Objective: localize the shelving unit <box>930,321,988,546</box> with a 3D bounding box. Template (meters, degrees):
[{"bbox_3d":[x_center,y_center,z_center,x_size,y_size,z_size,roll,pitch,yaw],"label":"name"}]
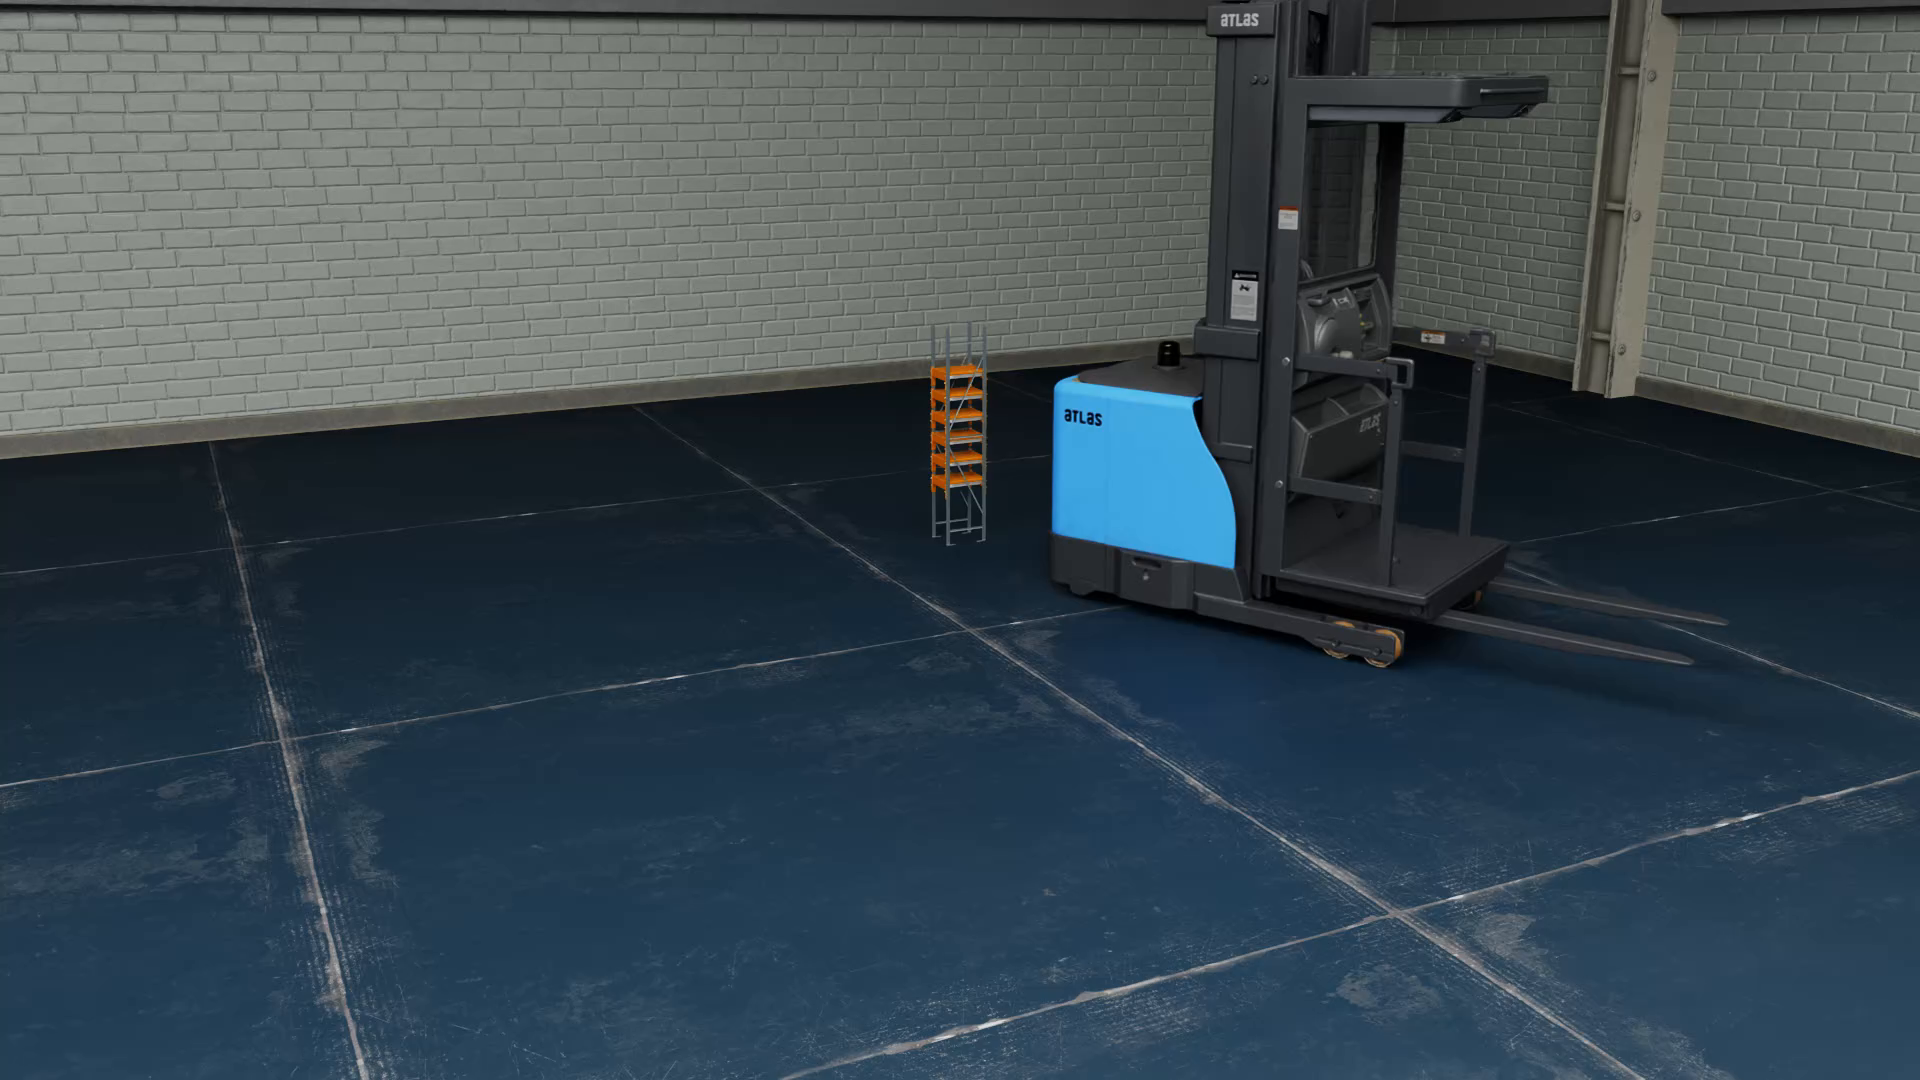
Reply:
[{"bbox_3d":[-0.006,-0.580,9.098,0.258,1.200,0.189,-8,18,-25],"label":"shelving unit"}]

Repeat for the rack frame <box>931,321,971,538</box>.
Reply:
[{"bbox_3d":[-0.046,-0.603,9.177,0.240,1.200,0.006,-8,18,-25],"label":"rack frame"}]

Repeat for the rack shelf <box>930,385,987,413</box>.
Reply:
[{"bbox_3d":[-0.006,-0.768,9.044,0.258,0.103,0.180,-8,18,-25],"label":"rack shelf"}]

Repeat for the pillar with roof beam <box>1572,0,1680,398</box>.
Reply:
[{"bbox_3d":[1.315,-4.994,10.339,9.100,9.000,0.400,-8,18,-25],"label":"pillar with roof beam"}]

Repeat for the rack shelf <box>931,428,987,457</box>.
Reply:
[{"bbox_3d":[-0.006,-0.538,9.110,0.258,0.103,0.180,-8,18,-25],"label":"rack shelf"}]

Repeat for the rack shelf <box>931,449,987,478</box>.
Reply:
[{"bbox_3d":[-0.006,-0.422,9.143,0.258,0.103,0.180,-8,18,-25],"label":"rack shelf"}]

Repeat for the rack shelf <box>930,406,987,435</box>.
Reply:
[{"bbox_3d":[-0.006,-0.653,9.077,0.258,0.103,0.180,-8,18,-25],"label":"rack shelf"}]

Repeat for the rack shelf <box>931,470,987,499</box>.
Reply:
[{"bbox_3d":[-0.006,-0.307,9.176,0.258,0.103,0.180,-8,18,-25],"label":"rack shelf"}]

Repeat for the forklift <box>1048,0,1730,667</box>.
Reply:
[{"bbox_3d":[1.926,-1.015,7.475,3.031,2.935,1.130,12,20,35],"label":"forklift"}]

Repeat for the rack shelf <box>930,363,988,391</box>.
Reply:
[{"bbox_3d":[-0.006,-0.884,9.011,0.258,0.103,0.180,-8,18,-25],"label":"rack shelf"}]

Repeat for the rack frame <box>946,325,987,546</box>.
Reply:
[{"bbox_3d":[0.034,-0.558,9.019,0.240,1.200,0.006,-8,18,-25],"label":"rack frame"}]
